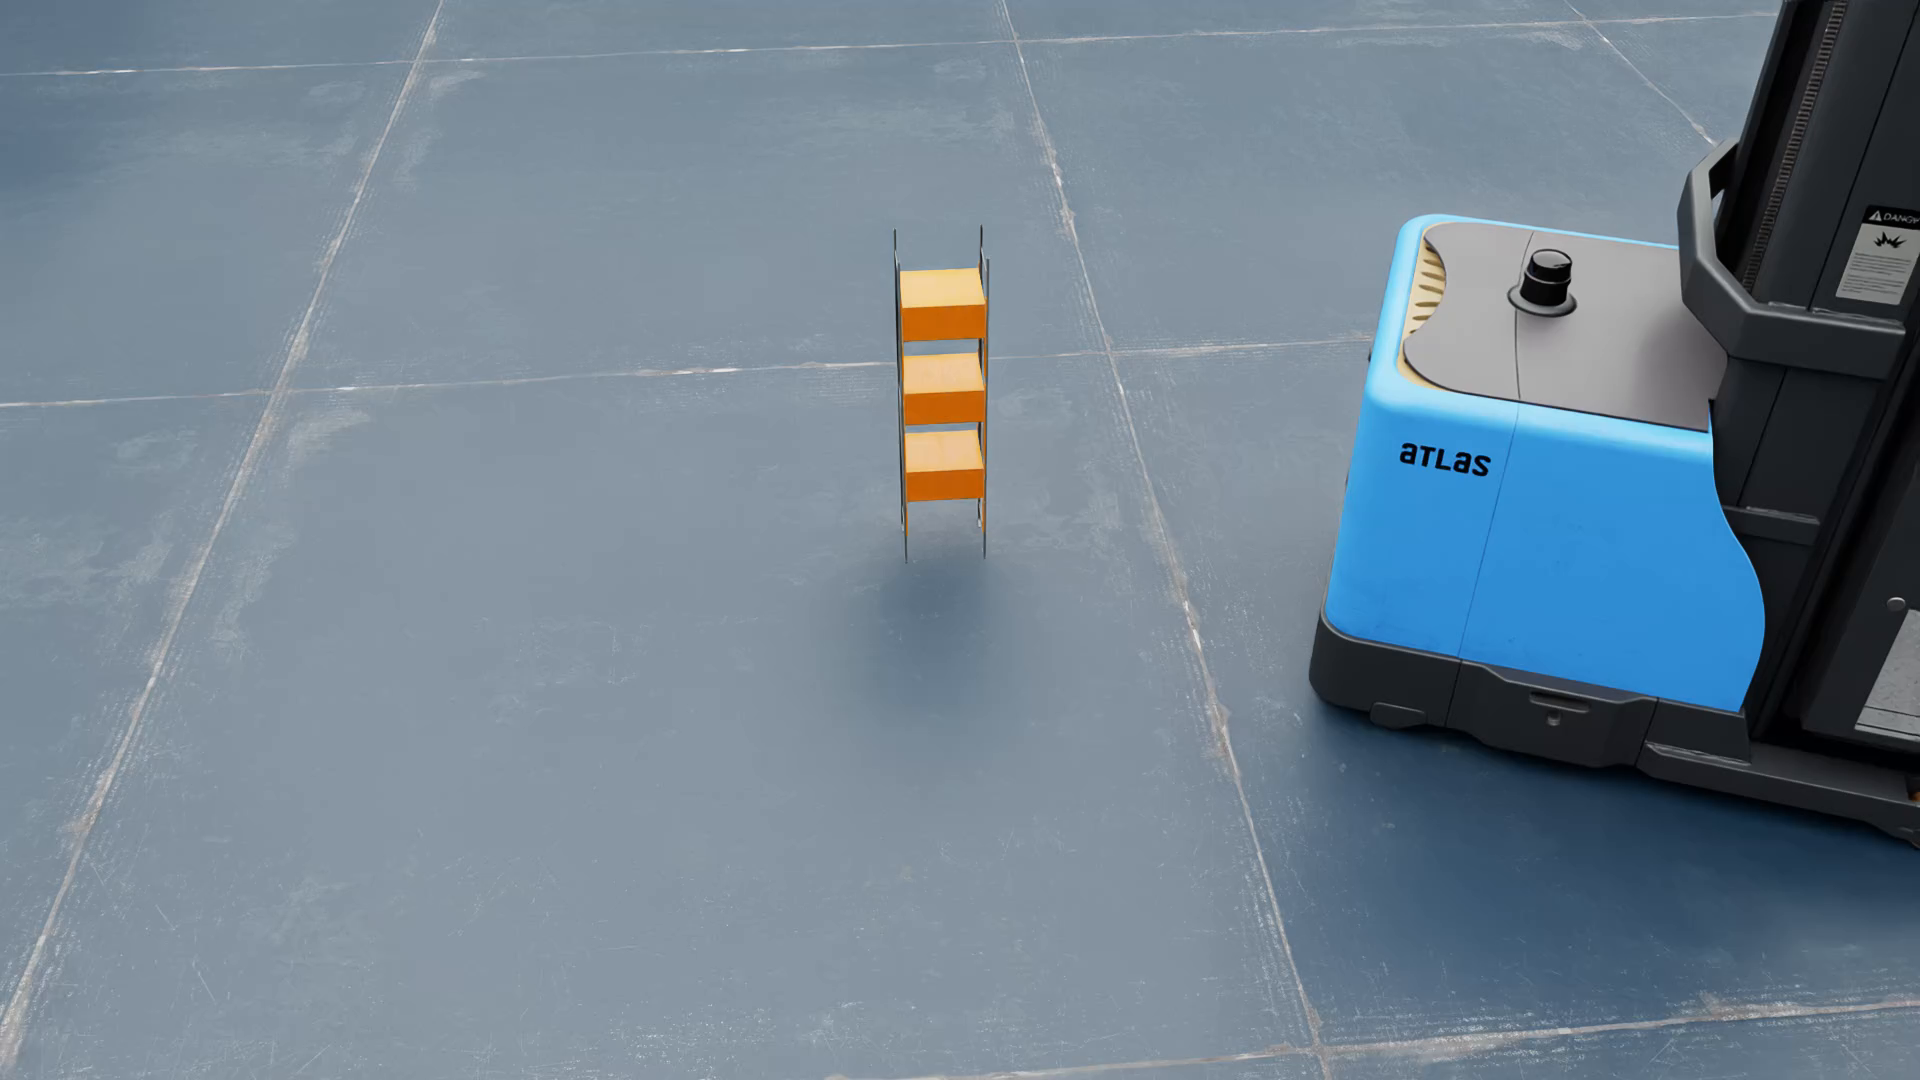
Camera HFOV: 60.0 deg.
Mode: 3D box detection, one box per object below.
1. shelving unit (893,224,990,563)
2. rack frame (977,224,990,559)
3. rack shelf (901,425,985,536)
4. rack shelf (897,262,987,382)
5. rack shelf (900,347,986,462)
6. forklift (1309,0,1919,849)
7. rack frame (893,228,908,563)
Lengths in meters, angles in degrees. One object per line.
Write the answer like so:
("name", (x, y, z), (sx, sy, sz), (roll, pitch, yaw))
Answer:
("shelving unit", (-0.053, -0.409, 4.921), (0.252, 1.050, 0.215), (-3, 38, -4))
("rack frame", (0.068, -0.416, 4.930), (0.008, 1.050, 0.200), (-3, 38, -4))
("rack shelf", (-0.053, -0.183, 5.100), (0.240, 0.259, 0.215), (-3, 38, -4))
("rack shelf", (-0.053, -0.624, 4.752), (0.240, 0.259, 0.215), (-3, 38, -4))
("rack shelf", (-0.053, -0.401, 4.928), (0.240, 0.259, 0.215), (-3, 38, -4))
("forklift", (2.549, -0.689, 3.757), (3.031, 2.935, 1.130), (11, 40, 13))
("rack frame", (-0.175, -0.403, 4.913), (0.008, 1.050, 0.200), (-3, 38, -4))
